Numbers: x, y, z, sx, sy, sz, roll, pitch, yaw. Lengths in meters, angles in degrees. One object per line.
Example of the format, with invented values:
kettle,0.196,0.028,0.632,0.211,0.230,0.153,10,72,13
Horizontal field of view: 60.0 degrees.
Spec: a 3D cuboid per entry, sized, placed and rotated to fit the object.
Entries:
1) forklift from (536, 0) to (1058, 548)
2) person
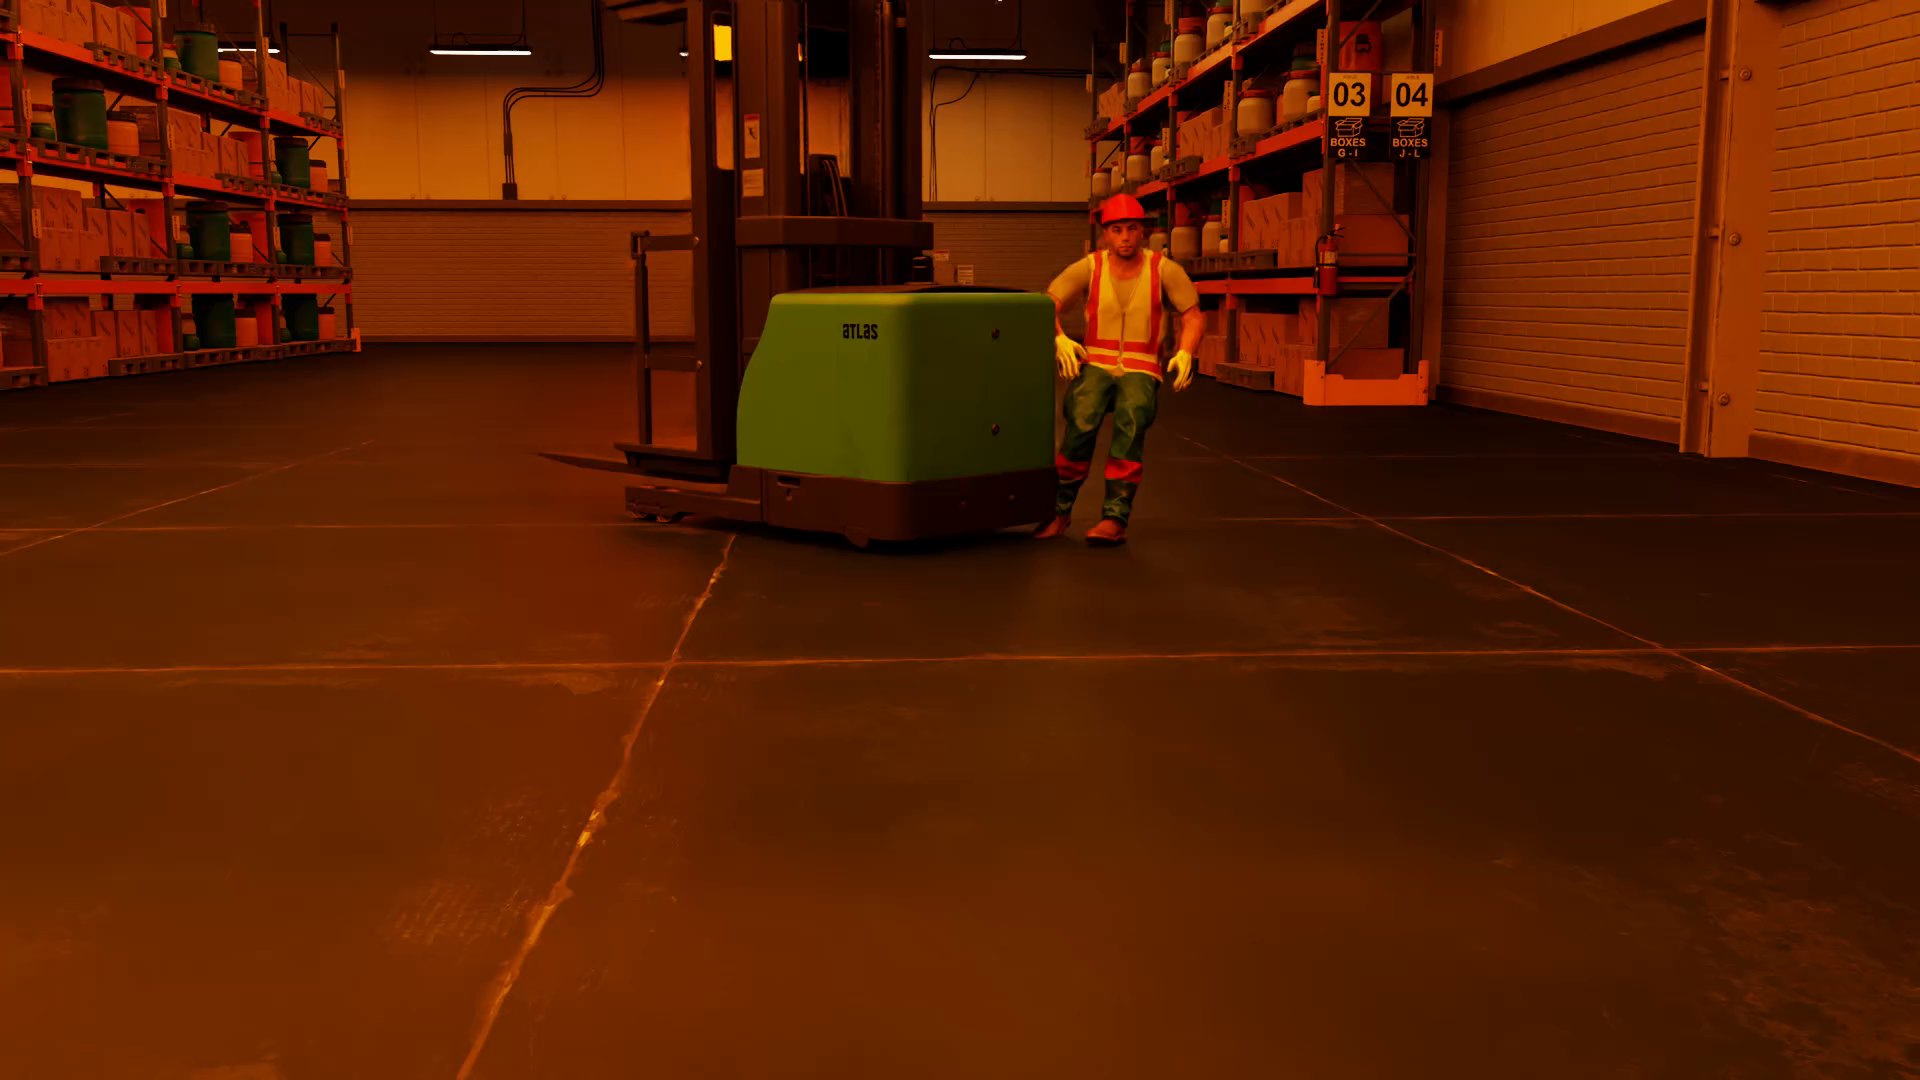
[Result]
forklift,-0.966,-1.577,7.953,3.031,2.935,1.130,8,12,44
person,0.708,-0.754,7.398,0.787,1.566,0.898,0,8,3
